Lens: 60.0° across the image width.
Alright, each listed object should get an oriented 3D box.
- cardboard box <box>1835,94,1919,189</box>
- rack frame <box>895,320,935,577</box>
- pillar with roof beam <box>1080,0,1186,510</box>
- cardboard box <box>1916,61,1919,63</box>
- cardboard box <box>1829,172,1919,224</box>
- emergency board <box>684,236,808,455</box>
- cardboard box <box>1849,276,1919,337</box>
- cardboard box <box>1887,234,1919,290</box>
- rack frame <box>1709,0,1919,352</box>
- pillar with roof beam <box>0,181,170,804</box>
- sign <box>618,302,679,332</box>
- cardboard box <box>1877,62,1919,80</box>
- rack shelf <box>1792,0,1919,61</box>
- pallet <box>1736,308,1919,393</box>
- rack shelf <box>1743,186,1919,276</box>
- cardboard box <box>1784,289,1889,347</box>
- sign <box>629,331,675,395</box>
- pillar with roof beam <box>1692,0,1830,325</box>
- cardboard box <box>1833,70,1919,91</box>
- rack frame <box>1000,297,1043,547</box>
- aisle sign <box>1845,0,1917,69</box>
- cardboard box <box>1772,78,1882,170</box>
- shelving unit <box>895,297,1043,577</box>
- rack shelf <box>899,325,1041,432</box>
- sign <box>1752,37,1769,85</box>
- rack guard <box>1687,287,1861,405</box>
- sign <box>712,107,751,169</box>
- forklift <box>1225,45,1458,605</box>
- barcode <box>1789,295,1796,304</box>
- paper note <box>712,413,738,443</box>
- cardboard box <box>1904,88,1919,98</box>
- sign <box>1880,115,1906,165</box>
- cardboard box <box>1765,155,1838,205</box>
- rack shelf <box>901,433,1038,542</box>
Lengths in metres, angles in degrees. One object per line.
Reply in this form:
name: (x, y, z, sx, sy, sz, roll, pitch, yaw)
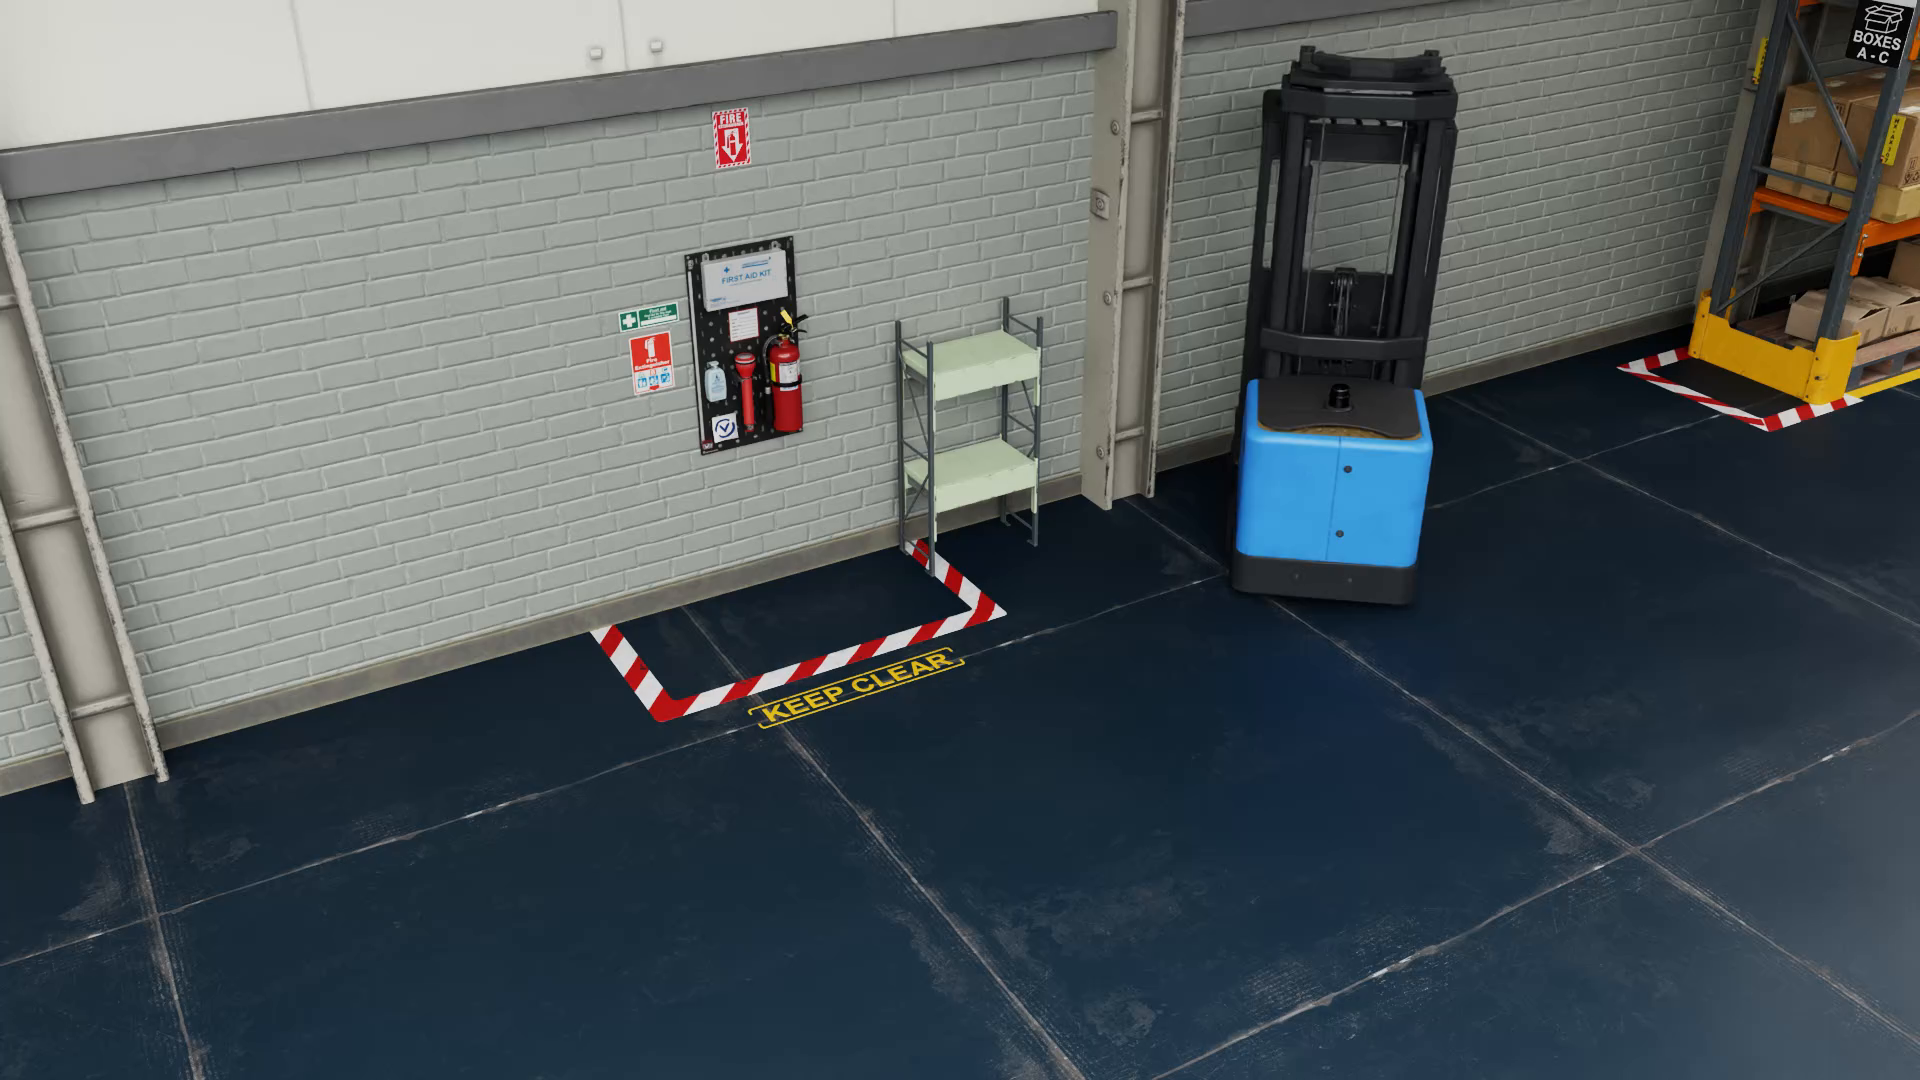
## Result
cardboard box: (6.597, -2.816, 11.705, 0.500, 0.500, 0.500, -16, 33, -26)
rack frame: (-0.261, -0.519, 9.735, 0.023, 1.500, 0.400, -16, 33, -27)
pillar with roof beam: (3.207, -2.449, 5.473, 0.400, 9.000, 9.100, -16, 33, -26)
cardboard box: (7.649, -3.399, 12.762, 0.500, 0.500, 0.500, -15, 32, -26)
cardboard box: (6.615, -2.484, 11.878, 0.500, 0.250, 0.500, -17, 33, -28)
emergency board: (-1.124, -1.027, 9.105, 0.643, 1.169, 0.194, -16, 33, -26)
cardboard box: (7.167, -1.840, 12.905, 0.500, 0.311, 0.500, -13, 31, -22)
cardboard box: (7.825, -2.082, 13.147, 0.500, 0.500, 0.700, -18, 34, -29)
rack frame: (6.033, -2.553, 11.870, 0.127, 3.000, 1.000, -16, 33, -26)
pillar with roof beam: (-1.966, -0.981, 2.812, 0.400, 9.000, 9.100, -16, 33, -26)
sign: (-1.645, -1.180, 8.796, 0.331, 0.109, 0.001, -16, 33, -26)
cardboard box: (7.215, -3.276, 12.538, 0.500, 0.500, 0.500, -17, 33, -28)
rack shelf: (7.758, -4.041, 12.206, 4.000, 0.370, 1.077, -16, 33, -26)
pallet: (6.817, -1.535, 12.911, 1.213, 0.211, 1.003, -16, 33, -26)
rack shelf: (7.758, -2.728, 12.931, 4.000, 0.370, 1.077, -16, 33, -26)
cardboard box: (6.675, -1.701, 12.653, 0.500, 0.311, 0.500, -20, 35, -32)
sign: (-1.653, -0.950, 8.929, 0.234, 0.329, 0.001, -16, 33, -26)
pillar with roof beam: (8.380, -3.918, 8.135, 0.400, 9.000, 9.100, -16, 33, -26)
cardboard box: (6.771, -3.148, 12.306, 0.500, 0.500, 0.500, -15, 32, -26)
rack frame: (0.367, -0.700, 10.065, 0.023, 1.500, 0.400, -16, 33, -27)
aisle sign: (6.123, -3.549, 10.984, 0.004, 0.787, 0.394, -16, 33, -26)
cardboard box: (6.332, -3.029, 12.090, 0.500, 0.500, 0.500, -16, 33, -27)
shelving unit: (0.053, -0.609, 9.900, 0.755, 1.500, 0.431, -16, 33, -27)
rack shelf: (0.053, -0.951, 9.712, 0.720, 0.370, 0.431, -16, 33, -27)
sign: (5.769, -3.435, 11.942, 0.005, 0.325, 0.100, -16, 33, -26)
rack guard: (6.099, -1.477, 12.508, 0.348, 0.500, 1.175, -16, 33, -26)
sign: (-1.182, -2.082, 8.617, 0.199, 0.298, 0.001, -16, 33, -26)
forklift: (2.328, -1.604, 10.222, 1.130, 2.935, 3.031, 5, 29, 8)
barcode: (6.488, -1.876, 12.960, 0.075, 0.075, 0.001, -16, 33, -26)
paper note: (-1.312, -0.627, 9.292, 0.142, 0.148, 0.016, -16, 33, -26)
cardboard box: (7.028, -2.933, 11.917, 0.500, 0.500, 0.500, -16, 33, -26)
sign: (6.308, -2.706, 11.252, 0.005, 0.325, 0.100, -16, 33, -26)
cardboard box: (6.338, -2.692, 12.255, 0.500, 0.250, 0.500, -15, 32, -26)
rack shelf: (0.053, -0.324, 10.058, 0.720, 0.370, 0.431, -16, 33, -27)
